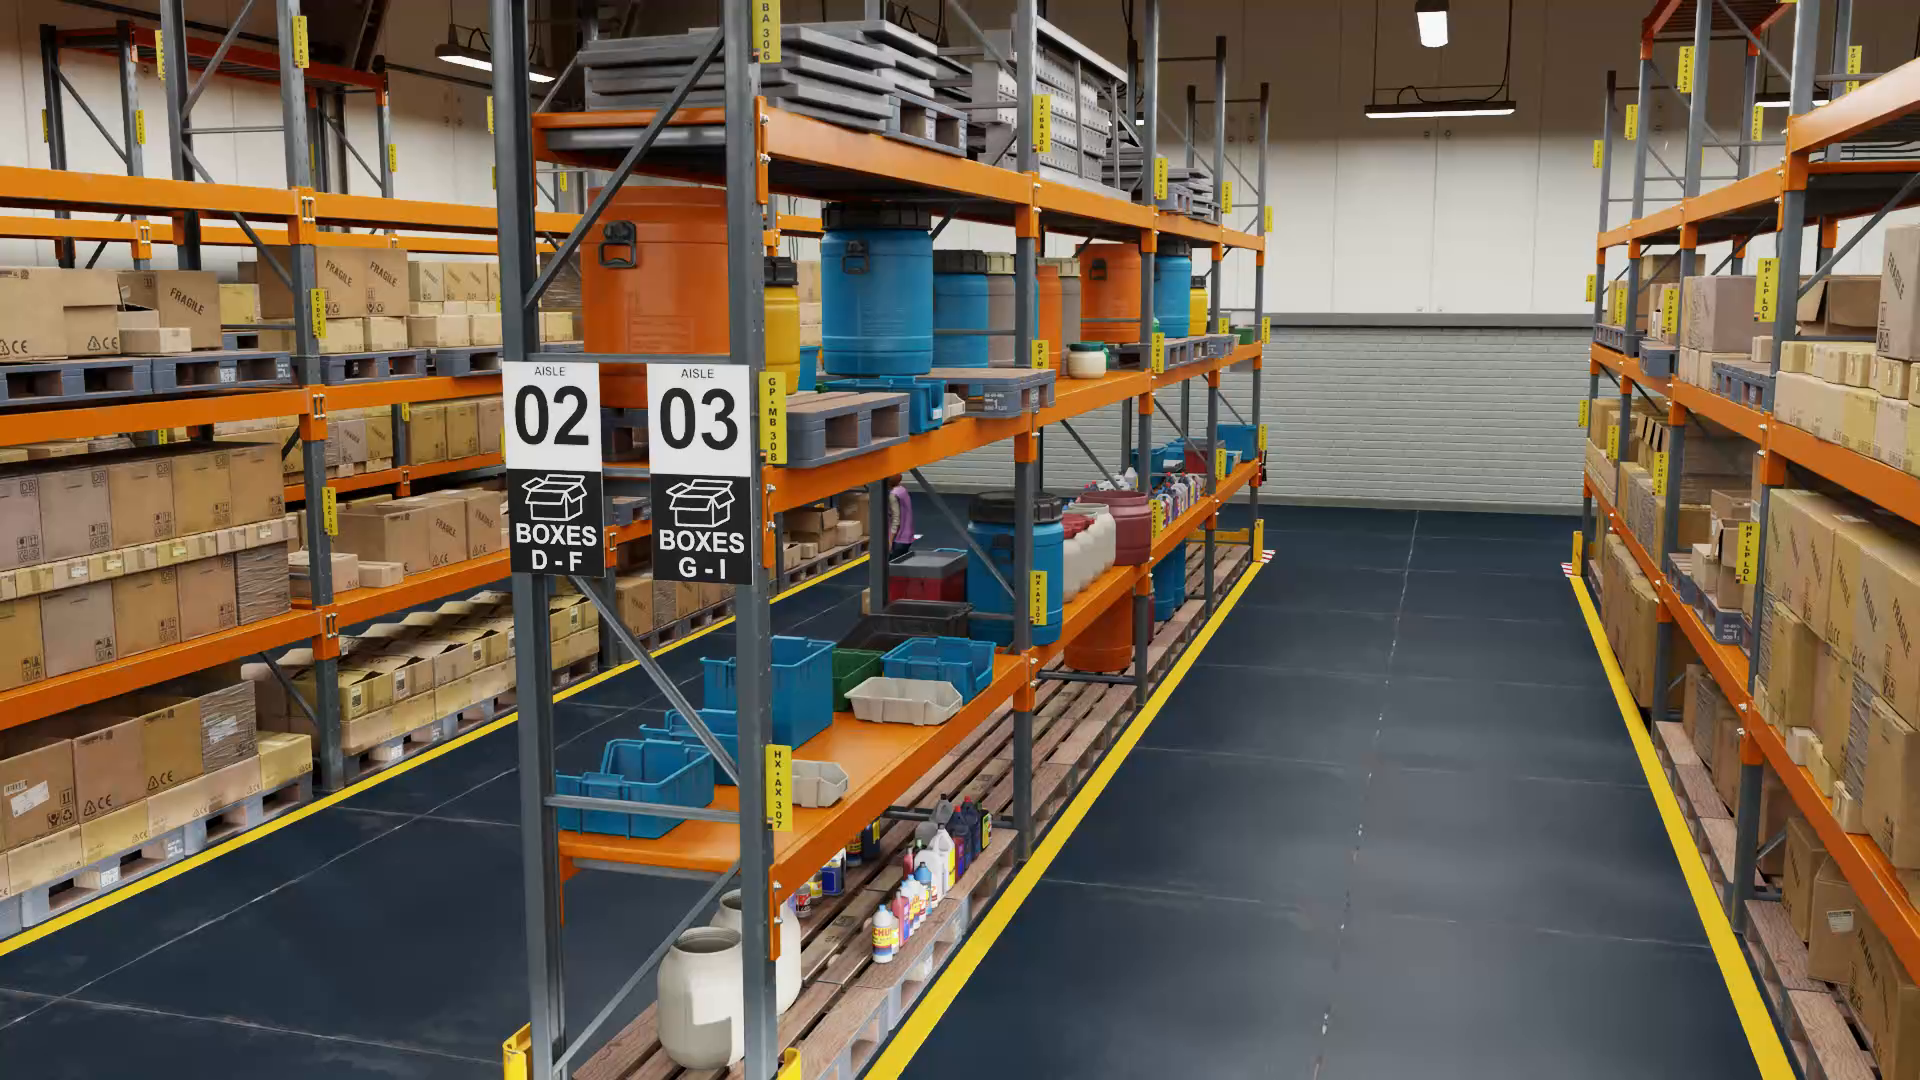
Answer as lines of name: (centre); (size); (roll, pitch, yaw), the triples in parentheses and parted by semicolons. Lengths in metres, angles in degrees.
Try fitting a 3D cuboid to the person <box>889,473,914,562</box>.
person: (-0.668, 0.008, 17.824); (0.342, 1.593, 0.485); (2, 9, 13)
